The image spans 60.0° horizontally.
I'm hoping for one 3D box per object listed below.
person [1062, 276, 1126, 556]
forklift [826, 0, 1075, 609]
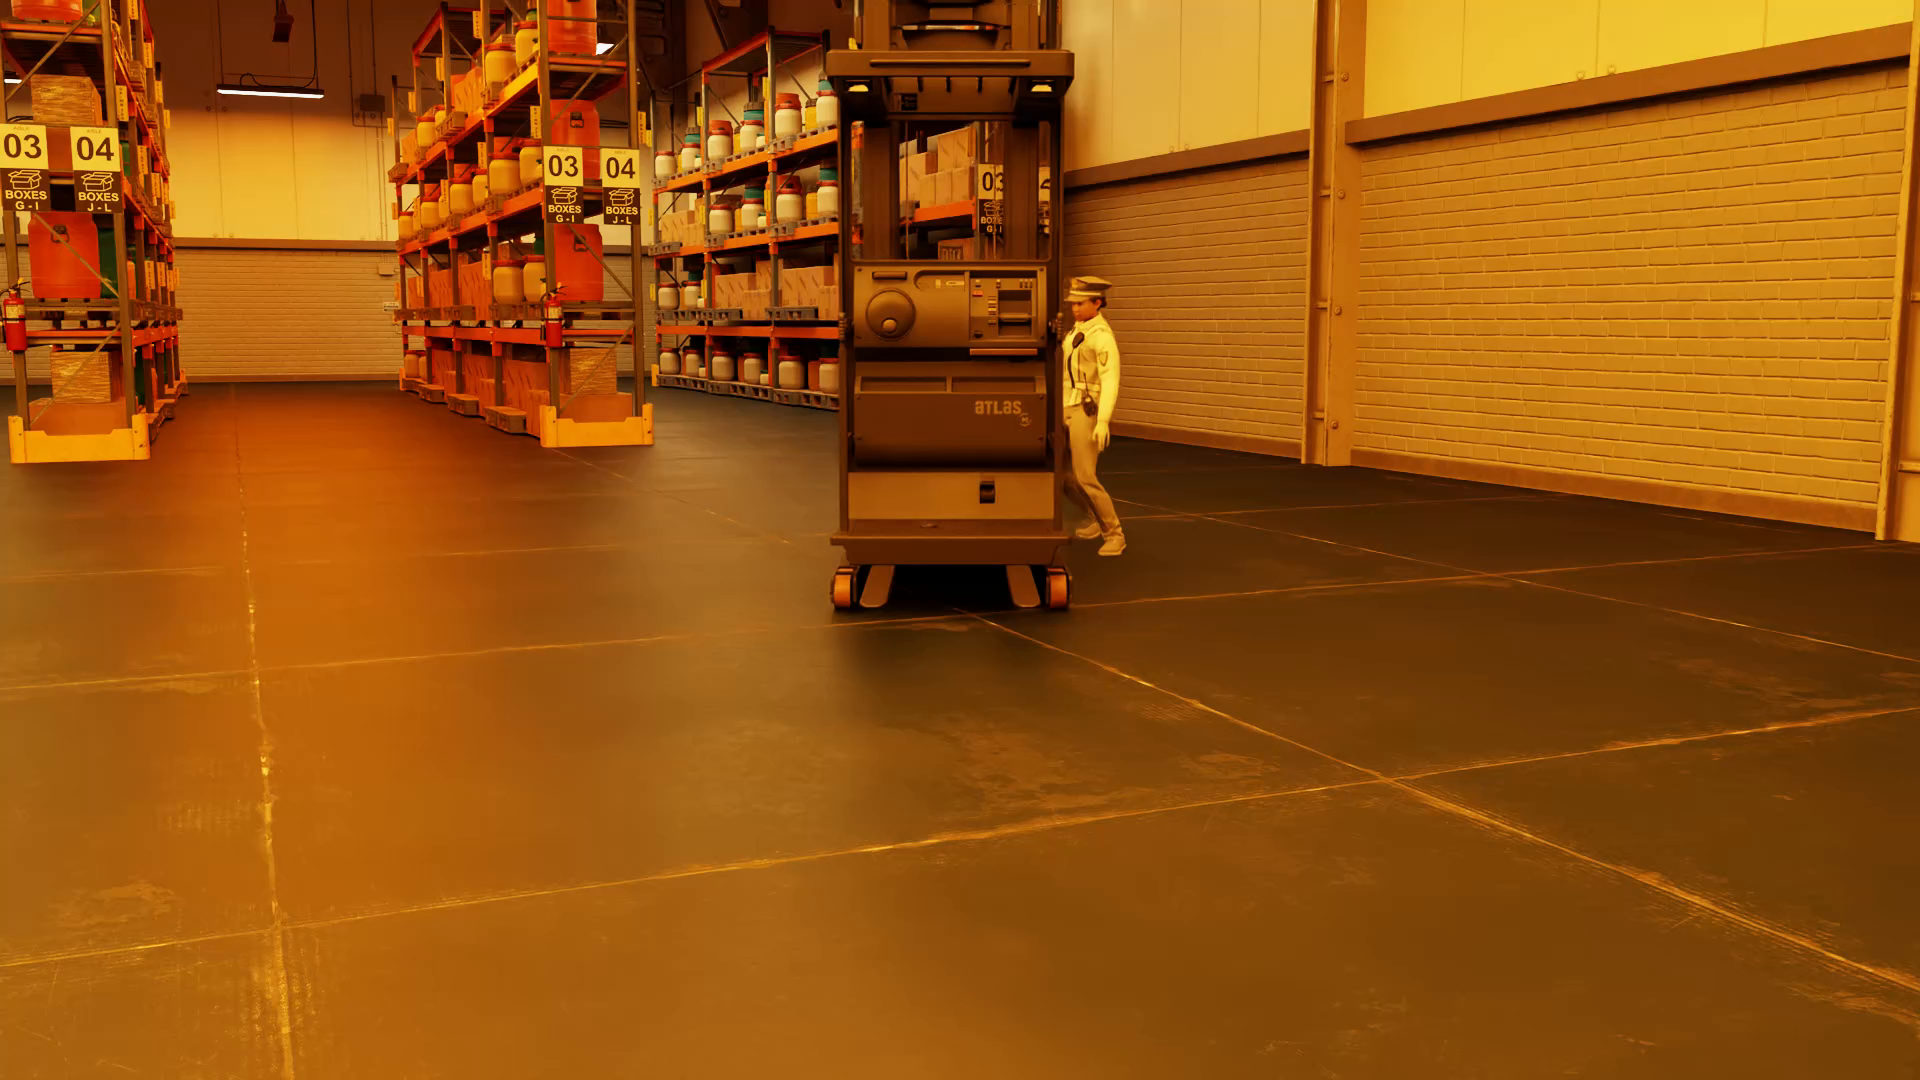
[{"bbox_3d":[0.774,-0.741,9.758,0.453,1.592,0.813,-2,8,-13],"label":"person"},{"bbox_3d":[-0.043,-1.171,7.824,1.130,2.935,3.031,0,8,0],"label":"forklift"}]
